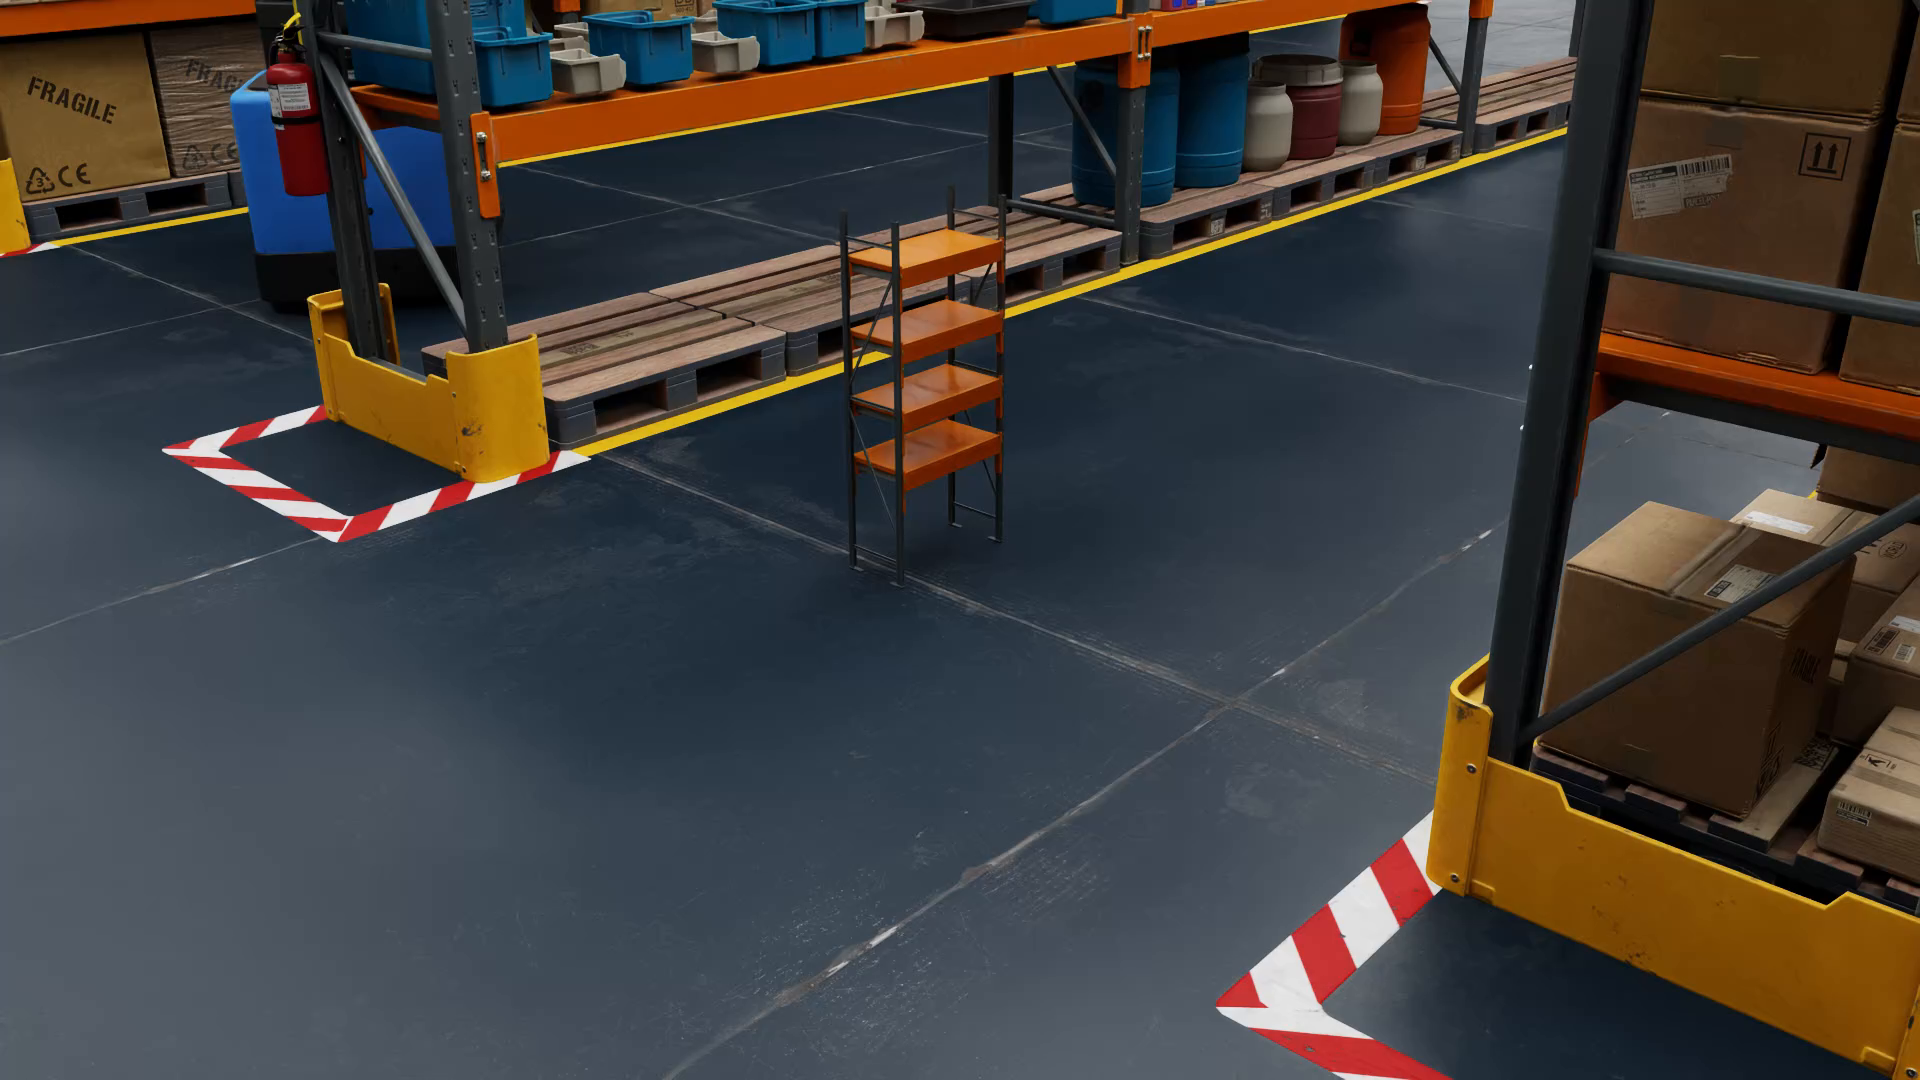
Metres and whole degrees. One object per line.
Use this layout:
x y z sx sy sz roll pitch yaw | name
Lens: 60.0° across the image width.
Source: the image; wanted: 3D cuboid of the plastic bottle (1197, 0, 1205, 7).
1.284 -2.996 9.008 0.097 0.201 0.097 0 24 0 | plastic bottle

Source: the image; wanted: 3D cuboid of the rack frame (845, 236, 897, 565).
-0.274 -0.423 5.227 0.228 1.046 0.006 20 31 38 | rack frame

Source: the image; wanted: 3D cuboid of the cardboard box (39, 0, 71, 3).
-5.137 -3.126 9.362 0.380 0.149 0.250 20 31 37 | cardboard box

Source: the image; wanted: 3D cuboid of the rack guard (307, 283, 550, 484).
-2.107 -0.640 6.566 1.175 0.500 0.348 20 31 38 | rack guard

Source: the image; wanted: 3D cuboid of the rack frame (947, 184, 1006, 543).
0.052 -0.571 5.558 0.240 1.200 0.015 20 31 38 | rack frame

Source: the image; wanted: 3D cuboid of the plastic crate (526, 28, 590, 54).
-1.692 -1.996 6.785 0.396 0.136 0.243 20 31 38 | plastic crate

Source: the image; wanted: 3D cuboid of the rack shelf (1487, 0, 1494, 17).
4.573 -4.510 13.022 1.077 0.370 4.000 20 31 38 | rack shelf

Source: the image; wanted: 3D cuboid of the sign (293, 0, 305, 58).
-2.521 -2.011 6.370 0.100 0.325 0.005 20 31 38 | sign

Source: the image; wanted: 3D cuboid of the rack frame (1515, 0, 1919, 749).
1.588 -0.437 3.058 0.949 2.616 0.053 20 31 38 | rack frame

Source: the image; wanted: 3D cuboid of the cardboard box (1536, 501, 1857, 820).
1.765 0.269 4.001 0.500 0.500 0.500 20 31 38 | cardboard box

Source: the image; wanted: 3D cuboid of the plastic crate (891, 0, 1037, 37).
0.022 -2.498 7.917 0.437 0.125 0.590 20 31 38 | plastic crate

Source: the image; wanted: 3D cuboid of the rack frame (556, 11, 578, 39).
-3.120 -4.363 11.814 1.000 3.000 0.127 20 31 38 | rack frame

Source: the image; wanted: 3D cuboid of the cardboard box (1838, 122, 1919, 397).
2.078 -0.547 3.181 0.500 0.500 0.500 21 32 39 | cardboard box

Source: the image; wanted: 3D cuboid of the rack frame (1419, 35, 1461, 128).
3.236 -4.230 11.517 0.949 2.616 0.053 20 31 38 | rack frame

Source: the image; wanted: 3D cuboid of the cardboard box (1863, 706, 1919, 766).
2.288 0.544 3.795 0.380 0.166 0.250 20 31 38 | cardboard box

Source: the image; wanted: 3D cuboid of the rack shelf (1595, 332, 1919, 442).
2.920 -0.841 4.512 0.919 0.052 3.809 20 31 38 | rack shelf

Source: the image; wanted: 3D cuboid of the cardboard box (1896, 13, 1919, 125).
2.078 -1.003 2.976 0.500 0.500 0.500 21 32 39 | cardboard box

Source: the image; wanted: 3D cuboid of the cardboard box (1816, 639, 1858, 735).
2.102 0.323 4.290 0.380 0.166 0.250 20 31 38 | cardboard box

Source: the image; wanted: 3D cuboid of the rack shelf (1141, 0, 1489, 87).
1.903 -3.291 10.304 1.077 0.370 4.000 20 31 38 | rack shelf

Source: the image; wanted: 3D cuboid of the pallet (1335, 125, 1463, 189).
2.743 -2.705 11.525 1.003 0.211 1.213 20 31 38 | pallet

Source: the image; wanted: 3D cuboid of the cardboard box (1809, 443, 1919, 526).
3.005 -0.144 4.919 0.797 0.503 0.637 20 31 38 | cardboard box

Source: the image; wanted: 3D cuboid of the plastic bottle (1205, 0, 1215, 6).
1.348 -3.057 9.059 0.097 0.271 0.097 0 24 0 | plastic bottle

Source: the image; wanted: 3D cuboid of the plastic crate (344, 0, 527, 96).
-2.017 -1.988 6.401 0.616 0.435 0.499 20 31 38 | plastic crate

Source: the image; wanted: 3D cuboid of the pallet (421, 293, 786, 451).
-1.522 -0.760 7.187 1.003 0.211 1.213 20 31 38 | pallet

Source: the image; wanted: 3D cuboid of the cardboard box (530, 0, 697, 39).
-2.708 -3.785 12.610 1.225 0.875 0.875 20 31 38 | cardboard box

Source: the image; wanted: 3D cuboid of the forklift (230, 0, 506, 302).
-3.220 -3.082 9.041 1.130 2.935 3.031 -4 25 -10 | forklift

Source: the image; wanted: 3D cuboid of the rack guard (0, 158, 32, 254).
-5.805 -1.996 9.591 1.175 0.500 0.348 20 31 38 | rack guard

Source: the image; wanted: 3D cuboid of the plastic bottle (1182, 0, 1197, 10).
1.220 -2.993 8.901 0.061 0.283 0.133 20 31 38 | plastic bottle

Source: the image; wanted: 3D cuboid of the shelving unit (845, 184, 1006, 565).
-0.109 -0.498 5.394 0.258 1.200 0.499 20 31 38 | shelving unit

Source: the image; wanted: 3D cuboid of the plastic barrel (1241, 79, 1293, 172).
1.860 -2.591 10.390 0.421 0.512 0.421 0 24 0 | plastic barrel

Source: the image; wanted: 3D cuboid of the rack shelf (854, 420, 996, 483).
-0.110 -0.290 5.485 0.221 0.050 0.457 20 31 38 | rack shelf

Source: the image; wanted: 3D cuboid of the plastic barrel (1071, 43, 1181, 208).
0.944 -2.405 9.500 0.600 0.901 0.708 20 31 38 | plastic barrel

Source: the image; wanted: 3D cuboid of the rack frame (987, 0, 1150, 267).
0.569 -3.010 8.797 1.000 3.000 0.127 20 31 38 | rack frame

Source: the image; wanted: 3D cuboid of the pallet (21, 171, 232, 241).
-5.314 -2.136 10.257 1.003 0.211 1.213 20 31 38 | pallet

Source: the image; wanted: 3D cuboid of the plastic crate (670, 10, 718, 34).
-1.136 -2.268 7.390 0.298 0.136 0.250 20 31 38 | plastic crate

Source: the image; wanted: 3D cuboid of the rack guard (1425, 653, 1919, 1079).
1.636 0.680 3.623 1.175 0.500 0.348 20 31 38 | rack guard

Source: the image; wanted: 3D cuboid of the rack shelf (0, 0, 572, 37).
-4.455 -3.425 10.602 1.077 0.370 4.000 20 31 38 | rack shelf

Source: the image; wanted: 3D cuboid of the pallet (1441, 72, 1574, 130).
4.599 -3.552 13.414 1.003 0.211 1.213 20 31 38 | pallet

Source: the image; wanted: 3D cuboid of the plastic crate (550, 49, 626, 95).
-1.415 -1.759 6.256 0.250 0.136 0.298 20 31 38 | plastic crate

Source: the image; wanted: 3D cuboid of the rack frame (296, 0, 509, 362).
-2.101 -1.792 6.079 1.000 3.000 0.127 20 31 38 | rack frame

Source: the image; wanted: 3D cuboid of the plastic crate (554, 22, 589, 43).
-1.487 -2.081 6.973 0.396 0.136 0.243 20 31 38 | plastic crate

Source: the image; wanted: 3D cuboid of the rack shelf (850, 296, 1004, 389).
-0.110 -0.640 5.328 0.258 0.148 0.480 20 31 38 | rack shelf

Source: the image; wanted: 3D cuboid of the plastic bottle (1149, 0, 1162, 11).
1.072 -3.019 8.877 0.144 0.351 0.185 20 31 38 | plastic bottle

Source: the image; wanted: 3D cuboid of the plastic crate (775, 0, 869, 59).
-0.612 -2.220 7.167 0.416 0.233 0.300 20 31 38 | plastic crate

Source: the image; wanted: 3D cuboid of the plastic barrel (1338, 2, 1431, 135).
2.924 -3.277 11.531 0.600 0.830 0.708 20 31 38 | plastic barrel

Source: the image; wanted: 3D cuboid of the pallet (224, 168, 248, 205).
-4.500 -2.506 11.082 1.003 0.211 1.213 20 31 38 | pallet

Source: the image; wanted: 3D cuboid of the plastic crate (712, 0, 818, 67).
-0.812 -2.129 6.963 0.416 0.233 0.300 20 31 38 | plastic crate

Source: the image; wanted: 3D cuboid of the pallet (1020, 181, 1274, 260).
1.115 -1.962 9.867 1.003 0.211 1.213 20 31 38 | pallet
